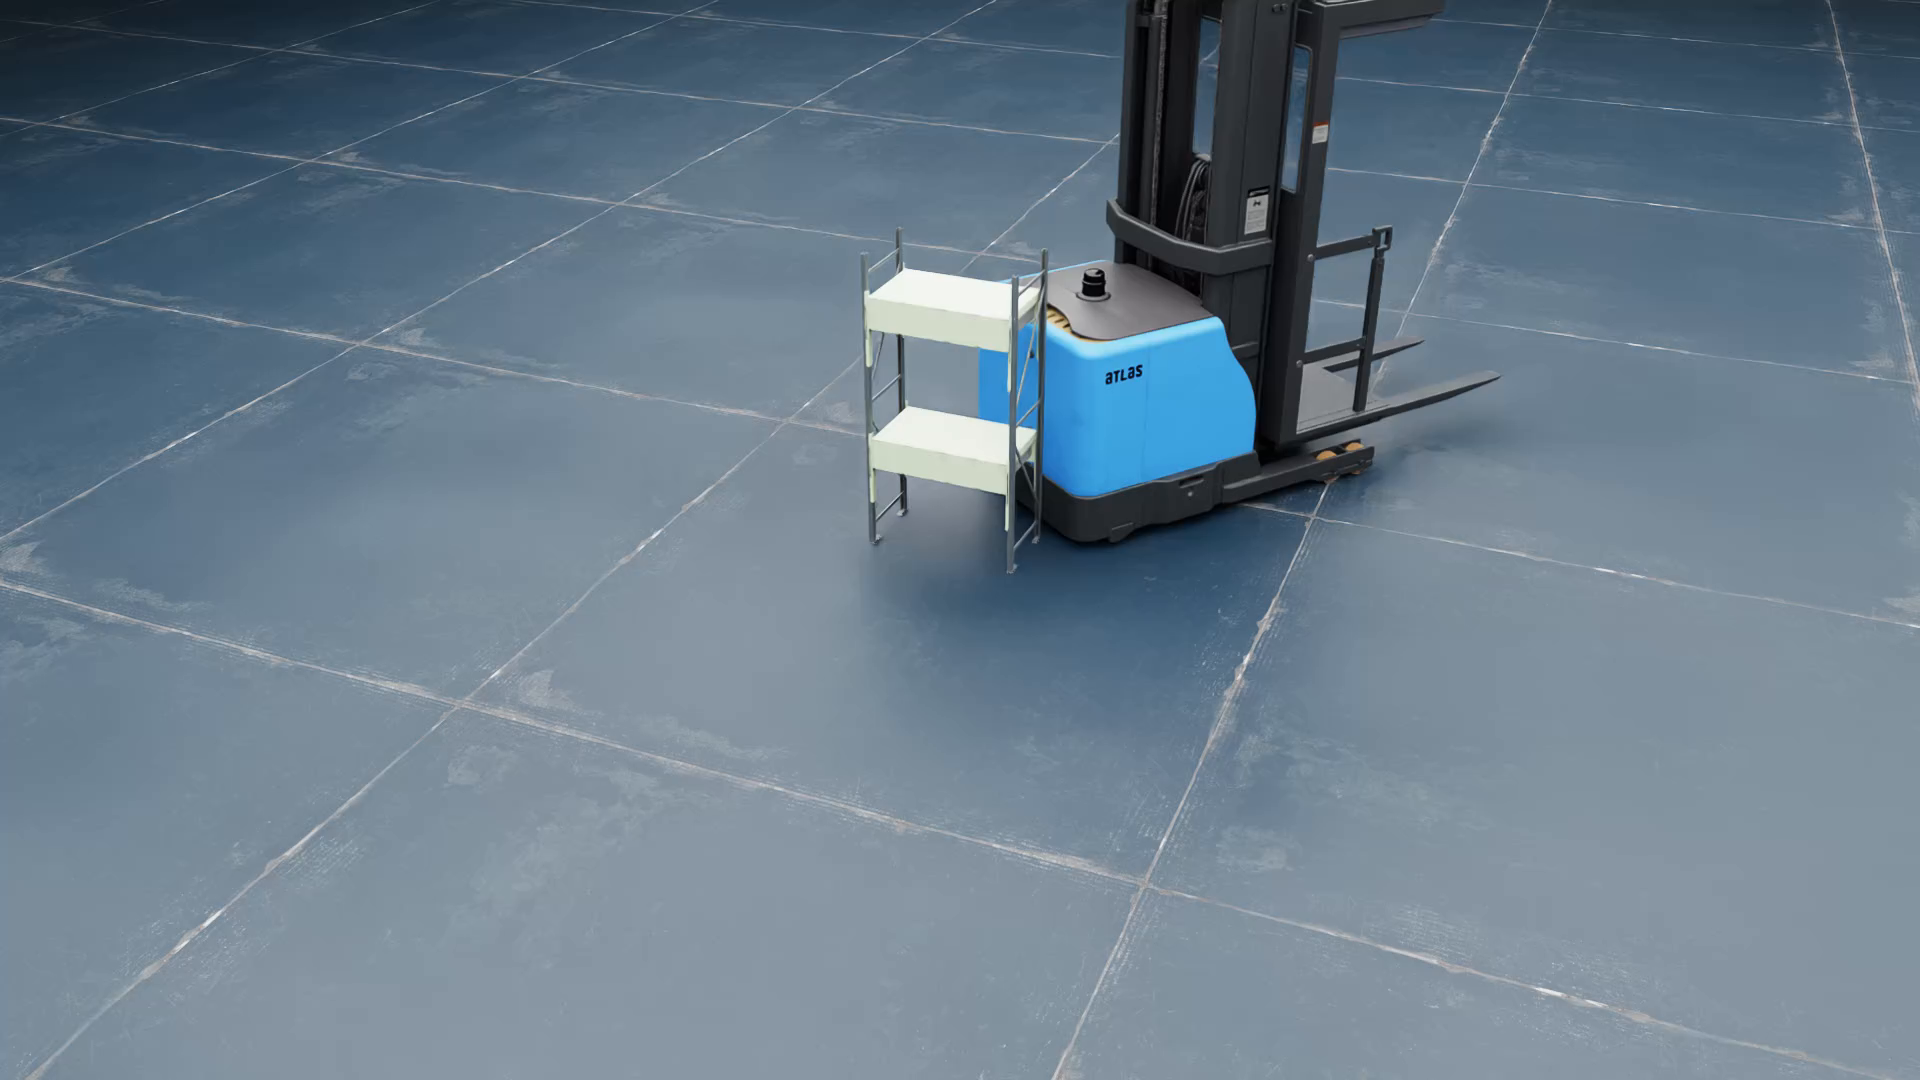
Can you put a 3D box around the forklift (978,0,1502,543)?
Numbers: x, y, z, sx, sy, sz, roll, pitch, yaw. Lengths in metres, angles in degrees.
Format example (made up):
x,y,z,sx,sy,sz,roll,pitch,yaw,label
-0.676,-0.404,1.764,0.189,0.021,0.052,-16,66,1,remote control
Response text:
x,y,z,sx,sy,sz,roll,pitch,yaw,label
1.612,-1.784,8.428,3.031,2.935,1.130,-16,33,-26,forklift

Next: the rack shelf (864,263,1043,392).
x,y,z,sx,sy,sz,roll,pitch,yaw,label
-0.023,-0.990,7.685,0.720,0.370,0.431,12,32,20,rack shelf

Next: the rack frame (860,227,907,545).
x,y,z,sx,sy,sz,roll,pitch,yaw,label
-0.359,-0.722,8.003,0.023,1.500,0.400,12,32,20,rack frame

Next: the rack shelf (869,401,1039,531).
x,y,z,sx,sy,sz,roll,pitch,yaw,label
-0.023,-0.367,8.037,0.720,0.370,0.431,12,32,20,rack shelf

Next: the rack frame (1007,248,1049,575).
x,y,z,sx,sy,sz,roll,pitch,yaw,label
0.313,-0.579,7.750,0.023,1.500,0.400,12,32,20,rack frame

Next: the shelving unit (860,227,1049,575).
x,y,z,sx,sy,sz,roll,pitch,yaw,label
-0.023,-0.651,7.877,0.755,1.500,0.431,12,32,20,shelving unit
